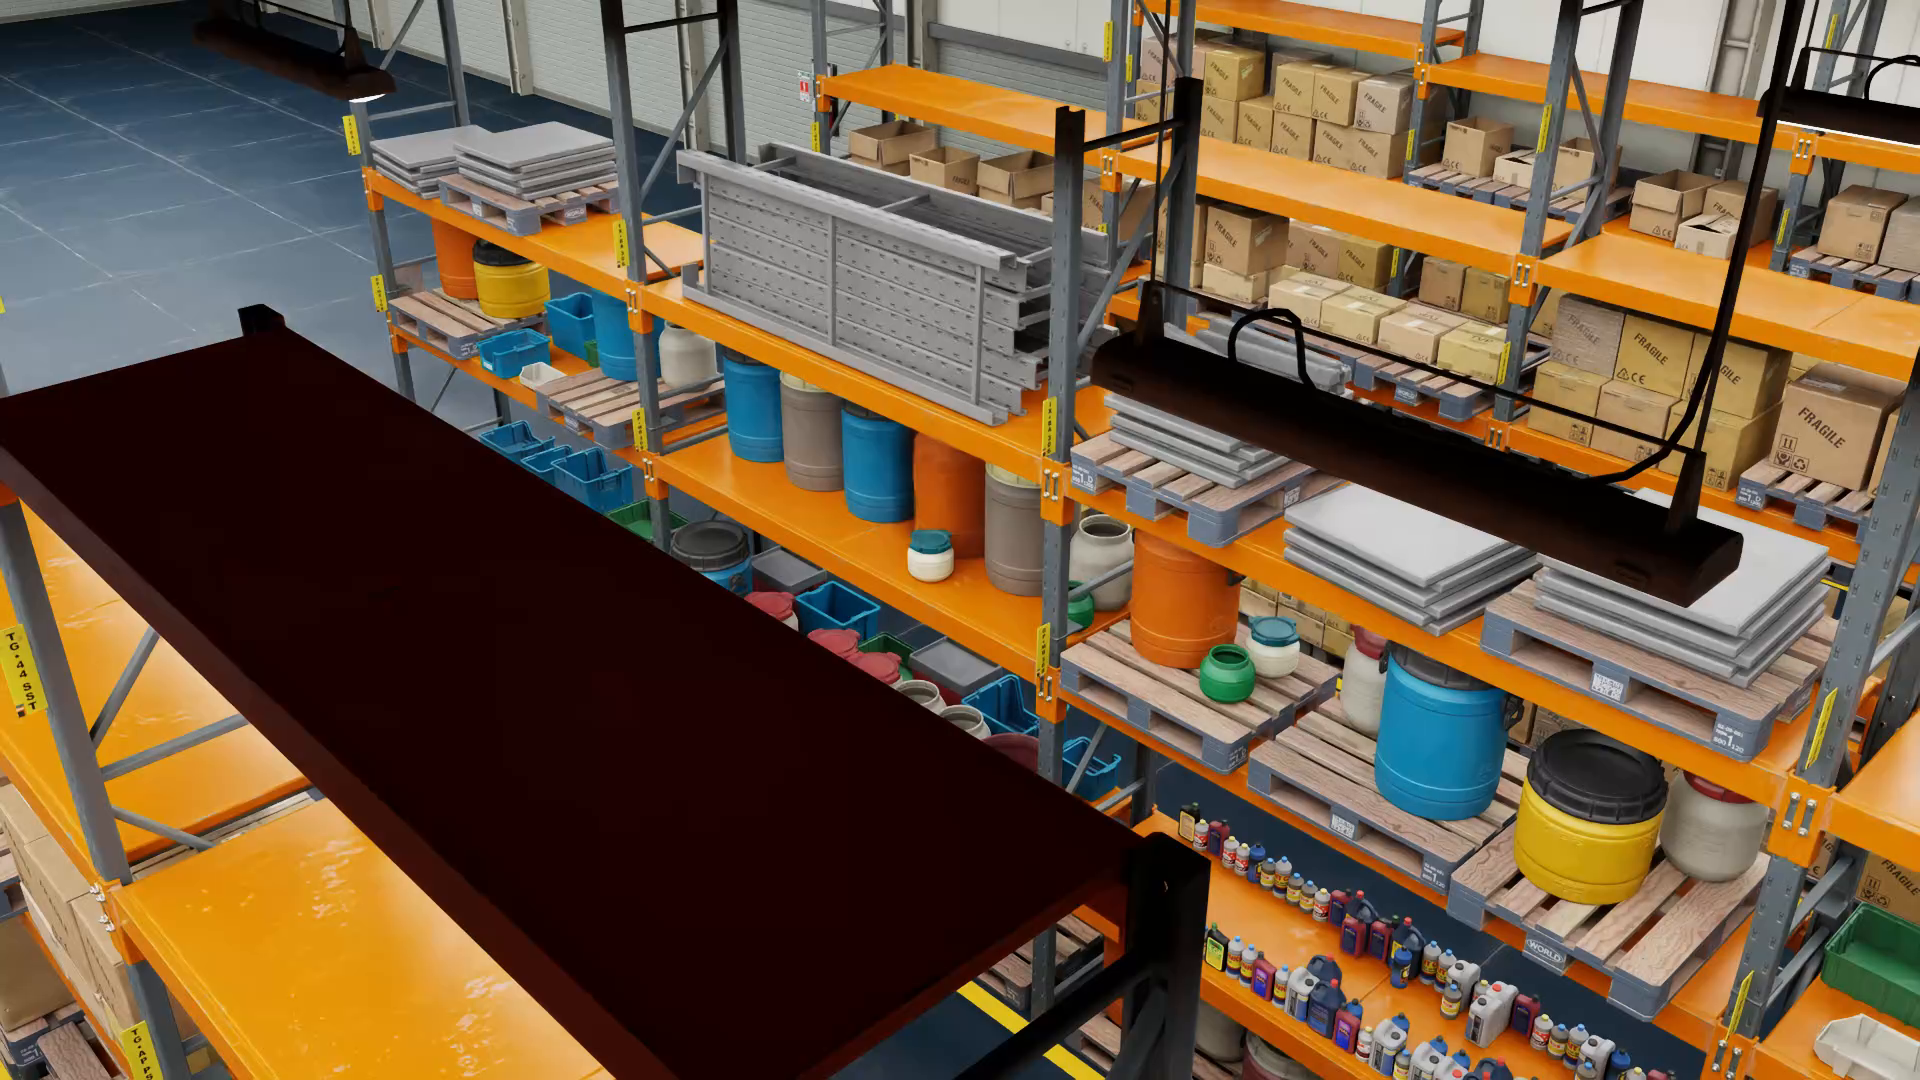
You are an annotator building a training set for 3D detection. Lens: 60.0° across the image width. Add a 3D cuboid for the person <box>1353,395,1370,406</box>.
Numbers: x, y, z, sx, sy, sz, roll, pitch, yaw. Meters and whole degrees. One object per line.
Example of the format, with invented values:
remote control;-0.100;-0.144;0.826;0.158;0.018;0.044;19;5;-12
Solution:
person;3.864;-0.907;16.852;0.669;1.683;0.467;23;36;36
